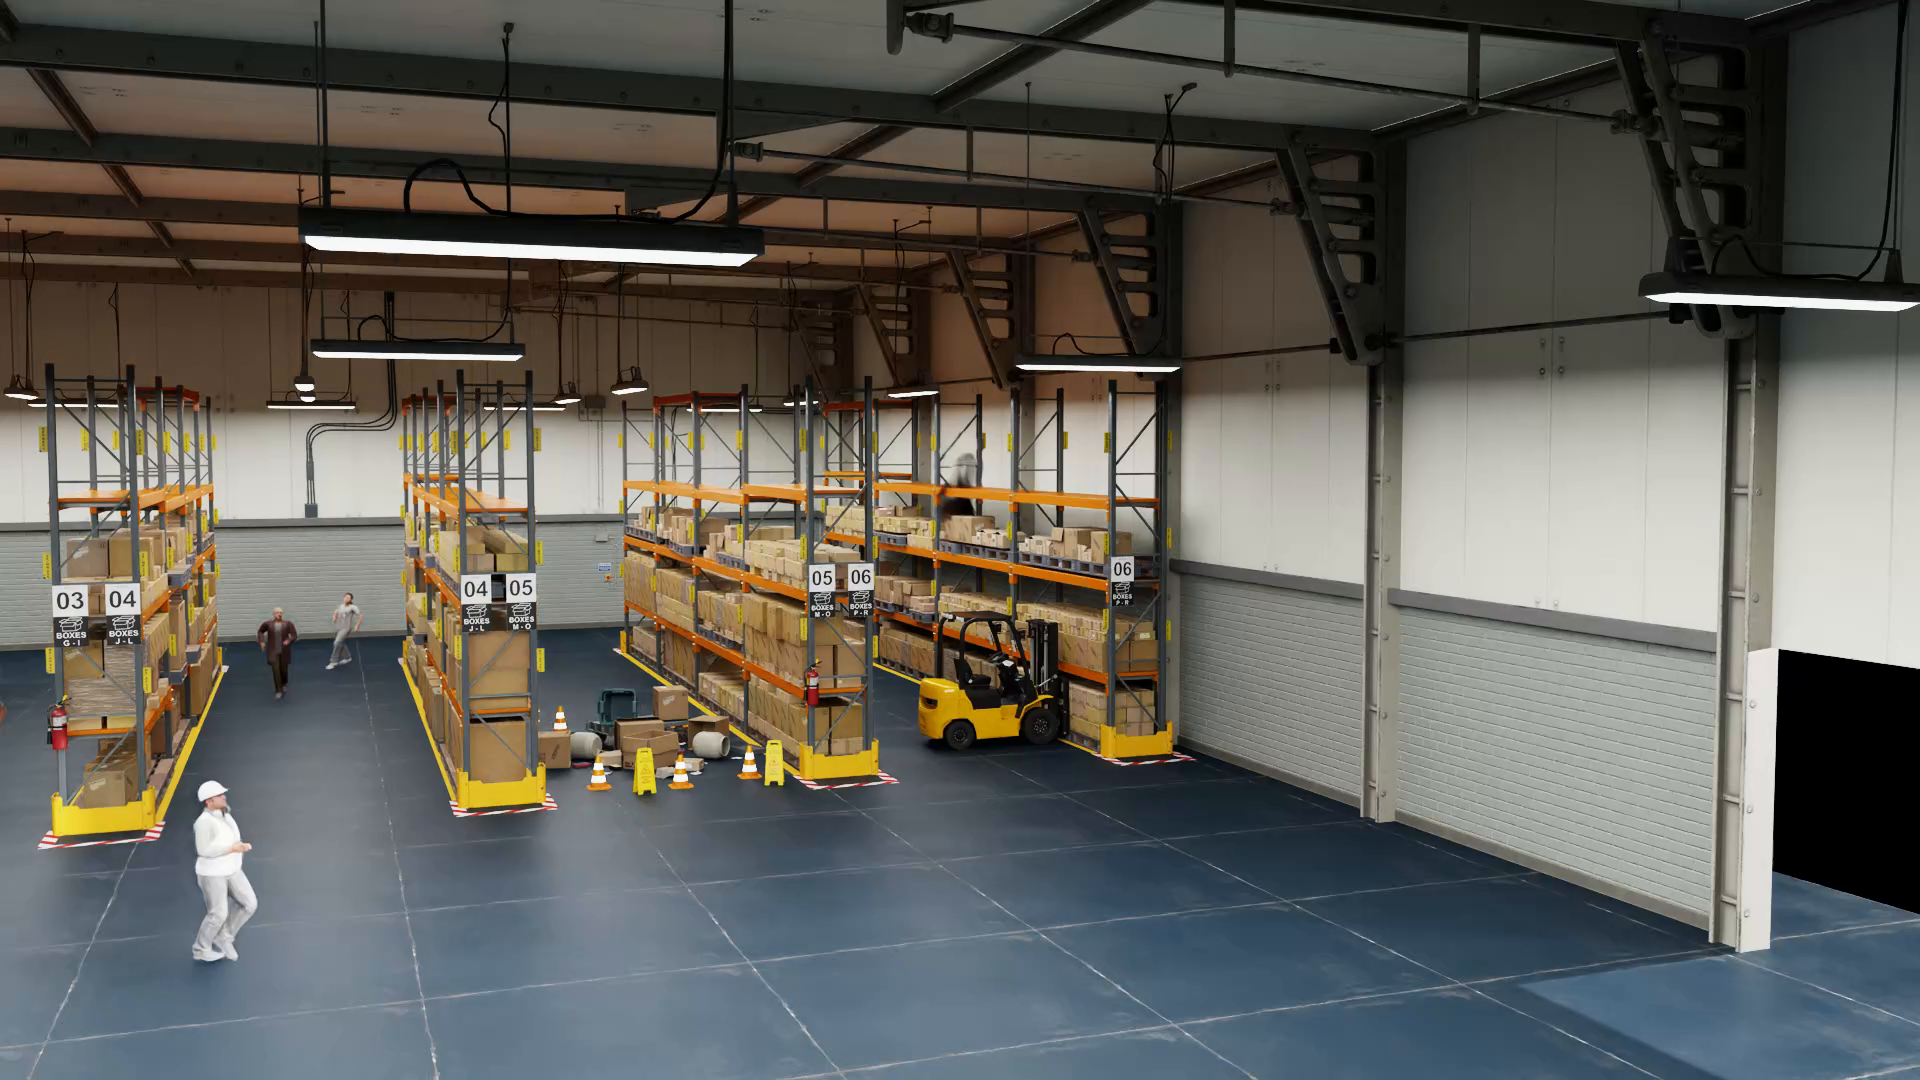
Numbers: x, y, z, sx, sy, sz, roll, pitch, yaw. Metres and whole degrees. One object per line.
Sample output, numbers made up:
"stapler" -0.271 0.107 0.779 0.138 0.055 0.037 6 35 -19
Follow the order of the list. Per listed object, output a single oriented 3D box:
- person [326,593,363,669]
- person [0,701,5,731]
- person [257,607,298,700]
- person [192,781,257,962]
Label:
"person" -13.764 2.012 37.084 0.603 1.652 0.841 2 4 24
"person" -13.599 2.786 23.061 0.638 1.839 0.767 -2 4 -29
"person" -13.405 2.206 32.685 0.730 1.765 0.977 -2 4 -26
"person" -7.057 3.193 15.961 0.658 1.779 0.641 0 3 6
